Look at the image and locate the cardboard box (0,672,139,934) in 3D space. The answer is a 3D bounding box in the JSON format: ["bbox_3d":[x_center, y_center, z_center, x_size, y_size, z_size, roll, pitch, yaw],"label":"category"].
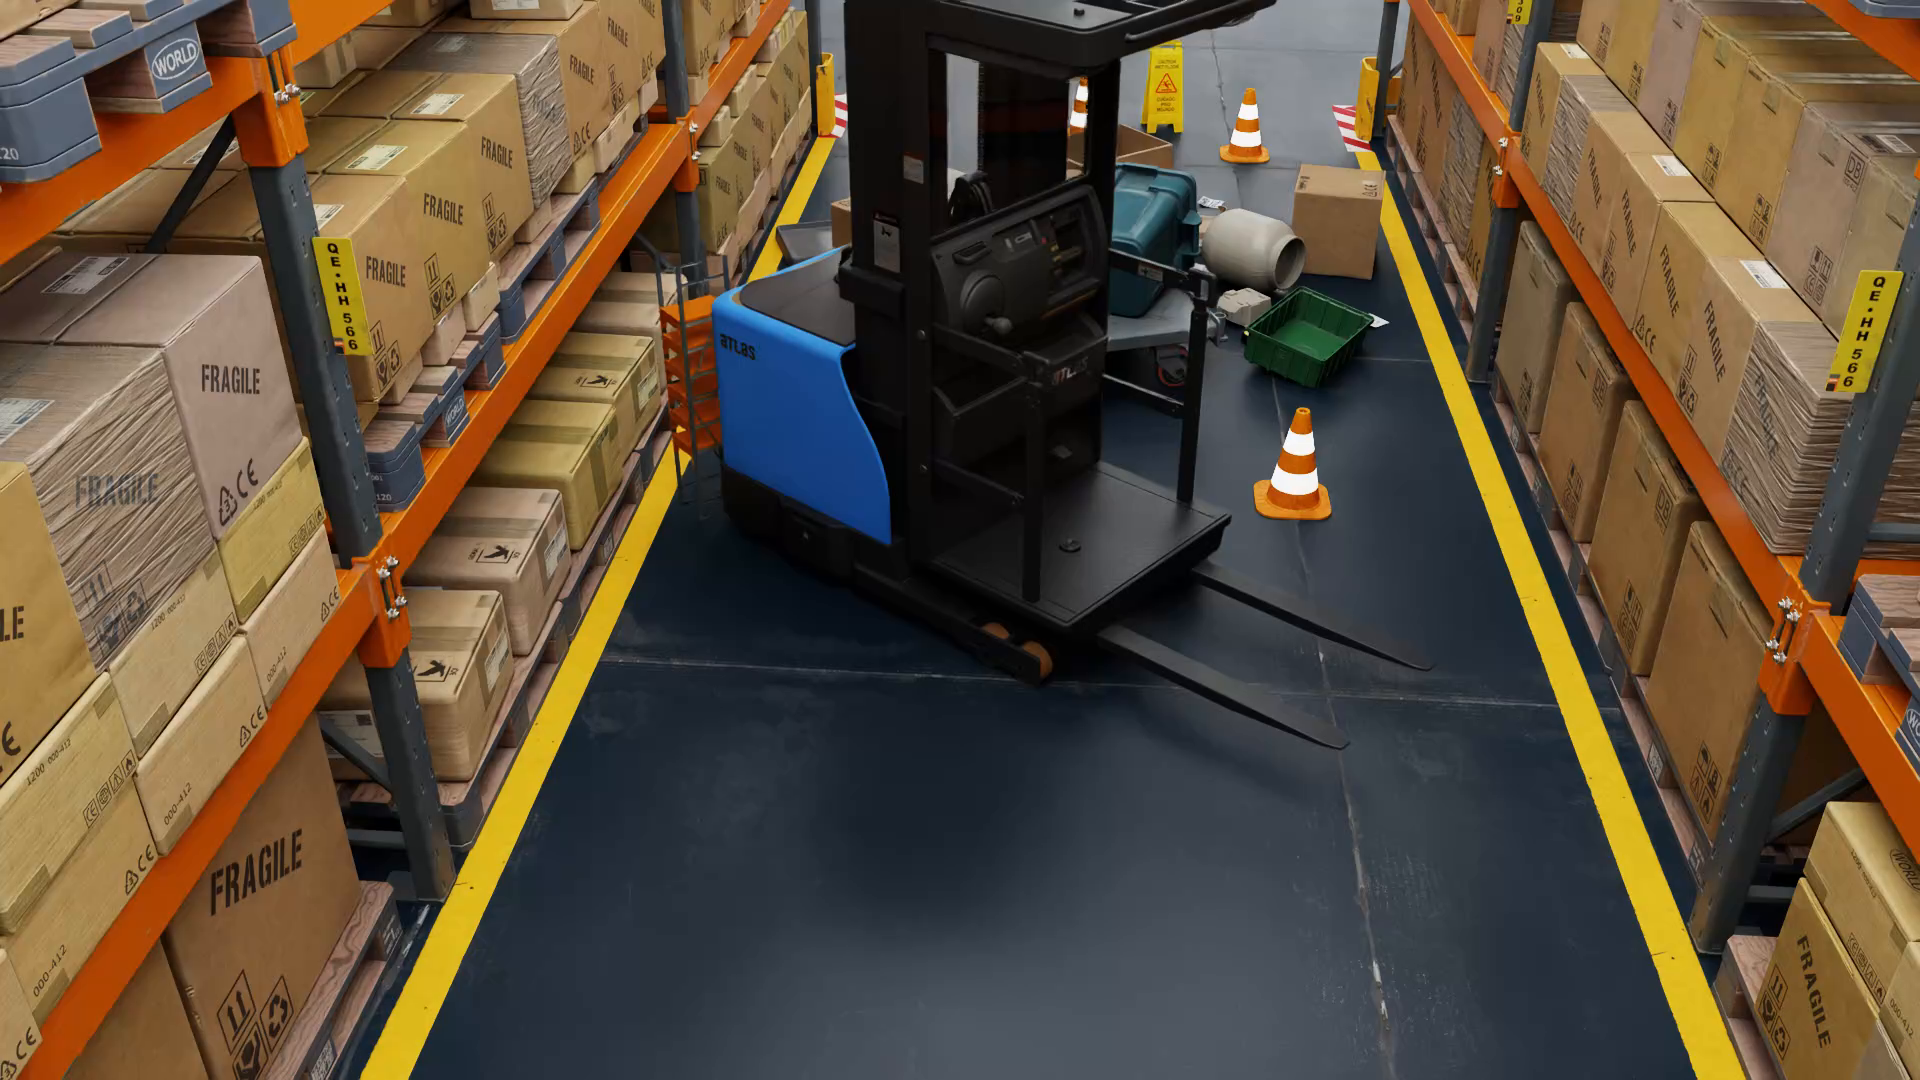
[{"bbox_3d":[-1.995,0.495,3.254,0.500,0.250,0.500,2,32,3],"label":"cardboard box"}]

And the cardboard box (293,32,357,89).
[{"bbox_3d":[-2.298,-1.649,5.669,0.380,0.149,0.250,1,32,2],"label":"cardboard box"}]

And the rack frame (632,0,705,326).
[{"bbox_3d":[-1.824,-2.249,8.040,1.000,3.000,0.127,2,32,4],"label":"rack frame"}]

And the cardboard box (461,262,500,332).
[{"bbox_3d":[-1.770,-0.821,5.563,0.380,0.149,0.250,3,32,4],"label":"cardboard box"}]

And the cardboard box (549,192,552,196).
[{"bbox_3d":[-1.812,-1.374,6.459,0.380,0.149,0.250,1,32,2],"label":"cardboard box"}]

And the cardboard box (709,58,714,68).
[{"bbox_3d":[-1.519,-2.567,8.796,0.380,0.149,0.250,2,32,4],"label":"cardboard box"}]

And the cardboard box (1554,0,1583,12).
[{"bbox_3d":[3.182,-2.805,7.771,0.875,0.550,0.550,2,32,4],"label":"cardboard box"}]

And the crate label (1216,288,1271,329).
[{"bbox_3d":[1.575,-1.290,9.212,0.298,0.136,0.250,-20,37,-29],"label":"crate label"}]

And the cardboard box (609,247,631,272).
[{"bbox_3d":[-2.044,-1.578,9.171,0.500,0.250,0.500,4,32,6],"label":"cardboard box"}]

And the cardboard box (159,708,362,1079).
[{"bbox_3d":[-2.289,0.926,4.513,0.875,0.875,0.875,2,32,4],"label":"cardboard box"}]

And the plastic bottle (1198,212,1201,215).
[{"bbox_3d":[1.439,-2.051,10.520,0.133,0.061,0.283,-8,33,-13],"label":"plastic bottle"}]

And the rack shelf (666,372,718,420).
[{"bbox_3d":[-1.116,-0.633,7.219,0.258,0.103,0.180,-21,37,-30],"label":"rack shelf"}]

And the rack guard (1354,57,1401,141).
[{"bbox_3d":[3.445,-3.130,11.853,1.175,0.500,0.348,2,32,4],"label":"rack guard"}]

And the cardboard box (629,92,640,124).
[{"bbox_3d":[-1.630,-1.903,7.317,0.380,0.149,0.250,2,32,3],"label":"cardboard box"}]

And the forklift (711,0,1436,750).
[{"bbox_3d":[0.394,-1.004,6.085,3.031,2.935,1.130,25,40,35],"label":"forklift"}]

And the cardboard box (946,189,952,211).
[{"bbox_3d":[-0.048,-1.447,8.399,0.500,0.500,0.500,2,32,4],"label":"cardboard box"}]

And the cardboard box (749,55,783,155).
[{"bbox_3d":[-1.391,-2.701,10.280,0.500,0.500,0.500,2,32,3],"label":"cardboard box"}]

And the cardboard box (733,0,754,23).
[{"bbox_3d":[-1.439,-3.162,9.142,0.500,0.500,0.500,2,32,4],"label":"cardboard box"}]

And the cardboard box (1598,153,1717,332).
[{"bbox_3d":[2.681,-1.078,6.046,0.500,0.500,0.500,3,32,5],"label":"cardboard box"}]

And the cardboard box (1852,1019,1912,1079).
[{"bbox_3d":[2.443,1.509,3.925,0.500,0.500,0.500,3,32,5],"label":"cardboard box"}]

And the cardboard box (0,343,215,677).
[{"bbox_3d":[-1.965,-0.075,3.465,0.500,0.500,0.500,3,32,5],"label":"cardboard box"}]

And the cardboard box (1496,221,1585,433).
[{"bbox_3d":[3.157,-0.983,7.730,1.050,0.750,0.750,2,32,4],"label":"cardboard box"}]

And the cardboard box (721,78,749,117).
[{"bbox_3d":[-1.397,-2.481,9.304,0.380,0.149,0.250,4,32,6],"label":"cardboard box"}]

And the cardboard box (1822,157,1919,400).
[{"bbox_3d":[2.838,-0.701,4.480,0.700,0.500,0.500,2,32,4],"label":"cardboard box"}]

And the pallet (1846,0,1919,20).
[{"bbox_3d":[2.791,-1.534,4.201,1.213,0.211,1.003,4,32,6],"label":"pallet"}]

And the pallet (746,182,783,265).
[{"bbox_3d":[-1.708,-2.054,10.382,1.003,0.211,1.213,2,32,4],"label":"pallet"}]

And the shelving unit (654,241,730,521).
[{"bbox_3d":[-1.116,-0.671,7.195,0.258,1.200,0.189,-21,37,-30],"label":"shelving unit"}]

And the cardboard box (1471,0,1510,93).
[{"bbox_3d":[3.158,-2.636,8.525,0.875,0.550,0.550,2,32,4],"label":"cardboard box"}]

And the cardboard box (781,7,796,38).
[{"bbox_3d":[-1.267,-3.319,10.664,0.380,0.149,0.250,3,32,5],"label":"cardboard box"}]

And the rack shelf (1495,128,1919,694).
[{"bbox_3d":[2.955,-0.738,6.274,1.077,0.370,4.000,2,32,4],"label":"rack shelf"}]

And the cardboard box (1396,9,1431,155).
[{"bbox_3d":[3.454,-3.099,11.044,0.875,0.875,0.875,3,32,4],"label":"cardboard box"}]

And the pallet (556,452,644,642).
[{"bbox_3d":[-1.983,-0.015,7.073,1.003,0.211,1.213,2,32,4],"label":"pallet"}]

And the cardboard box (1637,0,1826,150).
[{"bbox_3d":[3.002,-1.765,6.207,0.700,0.500,0.500,3,32,4],"label":"cardboard box"}]

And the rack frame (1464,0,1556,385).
[{"bbox_3d":[3.118,-2.090,7.783,1.000,3.000,0.127,2,32,4],"label":"rack frame"}]

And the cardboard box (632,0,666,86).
[{"bbox_3d":[-1.633,-2.345,7.418,0.500,0.500,0.500,2,32,3],"label":"cardboard box"}]

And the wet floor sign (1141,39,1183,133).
[{"bbox_3d":[1.472,-3.279,11.956,0.267,0.644,0.232,-3,32,-5],"label":"wet floor sign"}]

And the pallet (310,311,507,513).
[{"bbox_3d":[-2.198,-0.453,5.308,1.213,0.211,1.003,2,32,4],"label":"pallet"}]

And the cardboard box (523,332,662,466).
[{"bbox_3d":[-1.920,-0.658,7.564,0.950,0.372,0.625,4,32,7],"label":"cardboard box"}]

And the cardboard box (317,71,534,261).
[{"bbox_3d":[-1.811,-1.281,5.691,0.500,0.500,0.500,3,32,5],"label":"cardboard box"}]

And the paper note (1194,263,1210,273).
[{"bbox_3d":[1.404,-1.611,9.843,0.172,0.023,0.155,14,34,21],"label":"paper note"}]

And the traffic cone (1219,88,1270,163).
[{"bbox_3d":[1.985,-2.885,11.490,0.336,0.463,0.334,2,32,4],"label":"traffic cone"}]

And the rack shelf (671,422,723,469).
[{"bbox_3d":[-1.116,-0.429,7.345,0.258,0.103,0.180,-21,37,-30],"label":"rack shelf"}]

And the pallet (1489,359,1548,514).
[{"bbox_3d":[3.130,-0.496,7.854,1.003,0.211,1.213,2,32,4],"label":"pallet"}]

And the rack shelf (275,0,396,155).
[{"bbox_3d":[-1.987,-2.174,5.745,1.077,0.370,4.000,2,32,4],"label":"rack shelf"}]

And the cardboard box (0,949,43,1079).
[{"bbox_3d":[-2.028,0.980,2.943,0.500,0.250,0.500,2,32,3],"label":"cardboard box"}]

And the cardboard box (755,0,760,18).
[{"bbox_3d":[-1.373,-3.094,9.651,0.380,0.149,0.250,2,32,4],"label":"cardboard box"}]

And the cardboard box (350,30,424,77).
[{"bbox_3d":[-2.273,-1.575,6.167,0.500,0.500,0.500,1,32,2],"label":"cardboard box"}]

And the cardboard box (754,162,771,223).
[{"bbox_3d":[-1.434,-2.111,10.037,0.500,0.250,0.500,2,32,3],"label":"cardboard box"}]
